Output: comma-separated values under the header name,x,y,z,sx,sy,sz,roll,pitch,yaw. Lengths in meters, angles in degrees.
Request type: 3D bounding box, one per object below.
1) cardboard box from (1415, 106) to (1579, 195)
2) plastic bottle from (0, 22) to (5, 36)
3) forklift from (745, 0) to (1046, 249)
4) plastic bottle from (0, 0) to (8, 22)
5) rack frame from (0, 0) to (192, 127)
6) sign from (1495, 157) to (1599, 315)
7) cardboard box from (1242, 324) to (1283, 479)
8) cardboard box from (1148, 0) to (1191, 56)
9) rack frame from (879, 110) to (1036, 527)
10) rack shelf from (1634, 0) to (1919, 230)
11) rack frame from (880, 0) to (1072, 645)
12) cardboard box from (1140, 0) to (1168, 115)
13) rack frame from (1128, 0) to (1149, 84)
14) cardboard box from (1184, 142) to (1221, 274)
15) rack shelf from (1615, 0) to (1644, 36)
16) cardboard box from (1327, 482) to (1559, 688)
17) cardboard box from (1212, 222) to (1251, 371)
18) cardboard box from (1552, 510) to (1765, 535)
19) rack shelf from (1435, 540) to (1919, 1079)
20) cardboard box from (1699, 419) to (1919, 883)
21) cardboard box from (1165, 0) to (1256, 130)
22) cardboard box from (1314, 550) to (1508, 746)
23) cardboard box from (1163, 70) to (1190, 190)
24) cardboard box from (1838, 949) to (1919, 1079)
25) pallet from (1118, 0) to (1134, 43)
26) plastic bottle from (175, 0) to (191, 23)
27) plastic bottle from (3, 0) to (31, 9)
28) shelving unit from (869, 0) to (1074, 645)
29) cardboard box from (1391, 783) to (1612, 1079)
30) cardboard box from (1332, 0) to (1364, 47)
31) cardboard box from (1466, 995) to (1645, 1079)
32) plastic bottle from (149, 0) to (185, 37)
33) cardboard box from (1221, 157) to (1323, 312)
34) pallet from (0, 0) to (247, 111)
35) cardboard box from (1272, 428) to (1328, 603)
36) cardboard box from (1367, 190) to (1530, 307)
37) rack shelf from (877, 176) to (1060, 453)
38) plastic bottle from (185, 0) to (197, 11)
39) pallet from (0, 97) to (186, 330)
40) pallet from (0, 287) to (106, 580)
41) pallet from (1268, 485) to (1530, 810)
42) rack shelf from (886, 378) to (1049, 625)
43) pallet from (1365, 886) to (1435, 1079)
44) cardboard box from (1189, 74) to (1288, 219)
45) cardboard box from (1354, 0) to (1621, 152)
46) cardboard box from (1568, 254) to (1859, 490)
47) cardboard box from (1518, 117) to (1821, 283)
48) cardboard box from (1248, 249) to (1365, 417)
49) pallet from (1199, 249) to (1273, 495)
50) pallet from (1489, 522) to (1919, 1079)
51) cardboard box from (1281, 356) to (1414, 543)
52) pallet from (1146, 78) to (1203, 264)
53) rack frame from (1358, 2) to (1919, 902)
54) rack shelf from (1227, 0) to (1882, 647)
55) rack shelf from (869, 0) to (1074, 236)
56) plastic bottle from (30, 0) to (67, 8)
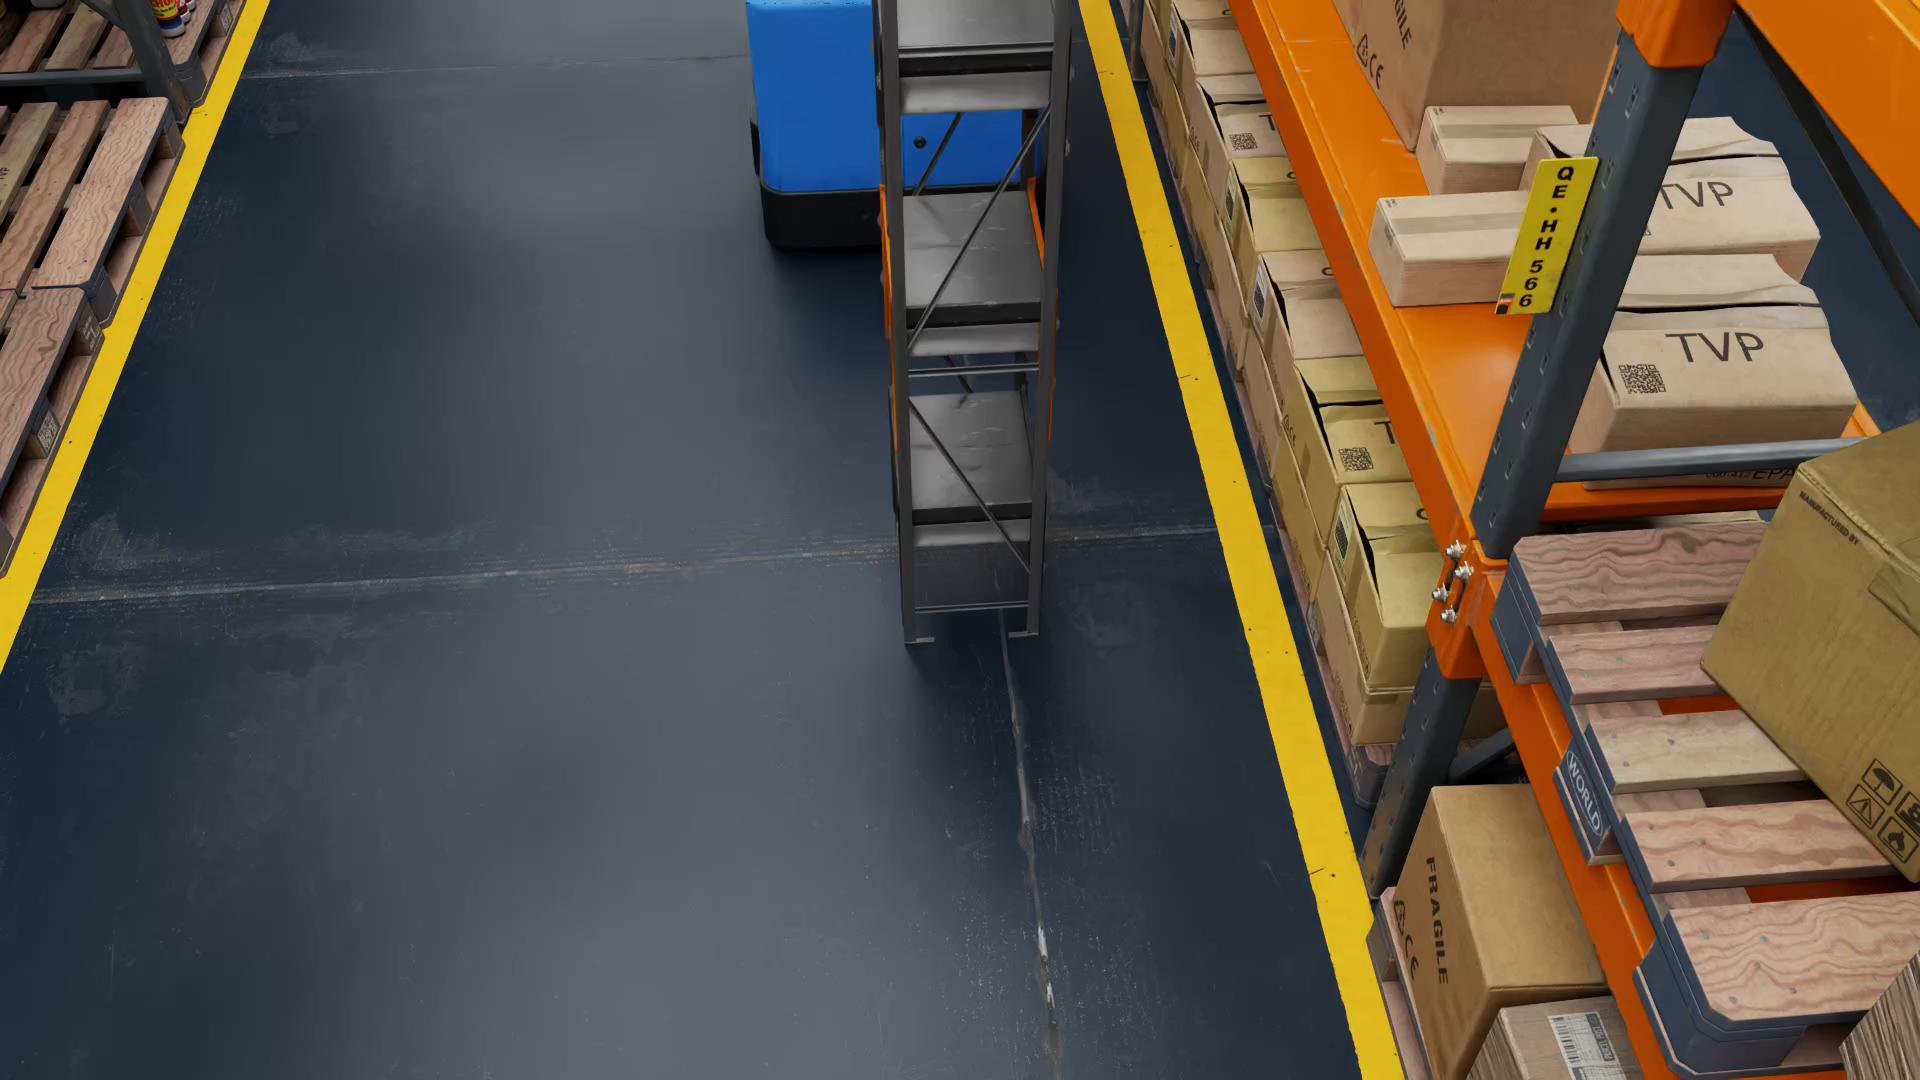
name,x,y,z,sx,sy,sz,roll,pitch,yaw
cardboard box,1.403,-0.992,4.297,0.380,0.149,0.250,0,47,0
plastic bottle,-4.046,-2.187,6.880,0.097,0.201,0.097,0,47,0
forklift,-0.319,-3.161,6.225,1.130,2.935,3.031,-3,47,-3
plastic bottle,-4.075,-2.300,6.930,0.061,0.283,0.133,-1,47,-1
rack frame,-3.706,-2.755,5.793,1.000,3.000,0.127,-3,47,-3
sign,1.013,-0.521,2.880,0.100,0.325,0.005,-3,47,-3
cardboard box,1.193,-0.461,5.225,0.500,0.250,0.500,-3,47,-2
cardboard box,1.017,-2.131,6.420,0.500,0.311,0.500,-3,47,-3
rack frame,-0.007,-0.779,4.541,0.400,2.100,0.015,-3,47,-3
rack shelf,1.733,0.504,1.136,1.077,0.370,4.000,-3,47,-3
rack frame,0.034,-0.426,4.207,0.400,2.100,0.015,-3,47,-3
cardboard box,1.018,-1.945,6.631,0.500,0.250,0.500,-5,47,-4
rack frame,1.231,-3.053,6.076,1.000,3.000,0.127,-3,47,-3
cardboard box,1.105,-1.201,5.926,0.500,0.250,0.500,-5,47,-5
rack shelf,1.398,-2.390,3.877,1.077,0.370,4.000,-3,47,-3
cardboard box,1.276,0.085,4.322,0.500,0.311,0.500,-2,47,-2
cardboard box,1.147,-0.833,5.577,0.500,0.250,0.500,-3,47,-3
cardboard box,1.814,0.052,4.353,0.500,0.311,0.500,-2,47,-2
rack shelf,1.733,1.535,2.226,1.077,0.370,4.000,-3,47,-3
cardboard box,1.731,0.111,2.721,0.700,0.500,0.500,-18,49,-16
cardboard box,1.054,-1.768,6.077,0.500,0.311,0.500,-4,47,-4
cardboard box,1.279,0.276,4.527,0.500,0.250,0.500,-2,47,-2
cardboard box,1.059,-1.575,6.281,0.500,0.250,0.500,-2,47,-2
cardboard box,1.617,0.784,2.083,0.700,0.500,0.500,4,47,4
pallet,1.206,-2.672,7.635,1.003,0.211,1.213,-3,47,-3
plastic bottle,-3.304,-2.275,6.963,0.097,0.201,0.097,0,47,0
plastic bottle,-4.047,-2.444,7.020,0.144,0.351,0.185,-5,47,-4
shelving unit,0.014,-0.602,4.374,0.431,2.100,0.503,-3,47,-3
cardboard box,1.319,0.896,3.754,0.500,0.500,0.500,-2,47,-2
cardboard box,1.365,-1.787,4.808,0.500,0.500,0.500,-3,47,-3
cardboard box,1.368,1.274,3.396,0.500,0.500,0.500,-5,47,-5
plastic bottle,-3.295,-2.225,6.868,0.097,0.271,0.097,0,47,0
cardboard box,1.147,-1.019,5.367,0.500,0.311,0.500,-2,47,-2
pallet,-3.720,-2.284,7.268,1.003,0.211,1.213,-3,47,-3
cardboard box,1.232,-0.097,4.880,0.500,0.250,0.500,-4,47,-4
cardboard box,1.215,-0.707,4.026,0.380,0.149,0.250,-3,47,-3
rack shelf,0.014,-0.593,4.384,0.431,0.518,0.480,-3,47,-3
plastic bottle,-3.312,-2.348,7.032,0.097,0.201,0.097,0,47,0
pallet,-3.601,-1.230,6.270,1.003,0.211,1.213,-3,47,-3
pallet,-3.496,-0.345,5.432,1.003,0.211,1.213,-3,47,-3
pallet,1.536,0.202,4.914,1.003,0.211,1.213,-3,47,-3
rack shelf,0.014,-0.112,4.892,0.431,0.518,0.480,-3,47,-3
pallet,1.590,1.342,3.834,1.003,0.211,1.213,-3,47,-3
cardboard box,1.098,-1.394,5.723,0.500,0.311,0.500,-5,47,-5
cardboard box,1.409,-1.407,4.447,0.500,0.500,0.500,-6,47,-5
cardboard box,1.579,-0.394,3.619,0.500,0.311,0.500,-1,47,-1
cardboard box,1.684,-0.787,3.991,0.500,0.311,0.500,-4,47,-4
cardboard box,1.187,-0.656,5.024,0.500,0.311,0.500,-4,47,-4
pallet,1.437,-0.679,5.748,1.003,0.211,1.213,-3,47,-3
pallet,1.692,0.393,2.944,1.213,0.211,1.003,-3,47,-3
cardboard box,1.226,-0.291,4.678,0.500,0.311,0.500,-4,47,-4
pallet,1.331,-1.564,6.585,1.003,0.211,1.213,-3,47,-3
rack frame,1.566,-0.159,3.335,1.000,3.000,0.127,-3,47,-3
rack shelf,1.398,-1.359,4.966,1.077,0.370,4.000,-3,47,-3
rack shelf,0.014,-1.074,3.876,0.431,0.518,0.480,-3,47,-3
plastic bottle,-3.903,-2.452,7.028,0.144,0.351,0.185,-3,47,-3
